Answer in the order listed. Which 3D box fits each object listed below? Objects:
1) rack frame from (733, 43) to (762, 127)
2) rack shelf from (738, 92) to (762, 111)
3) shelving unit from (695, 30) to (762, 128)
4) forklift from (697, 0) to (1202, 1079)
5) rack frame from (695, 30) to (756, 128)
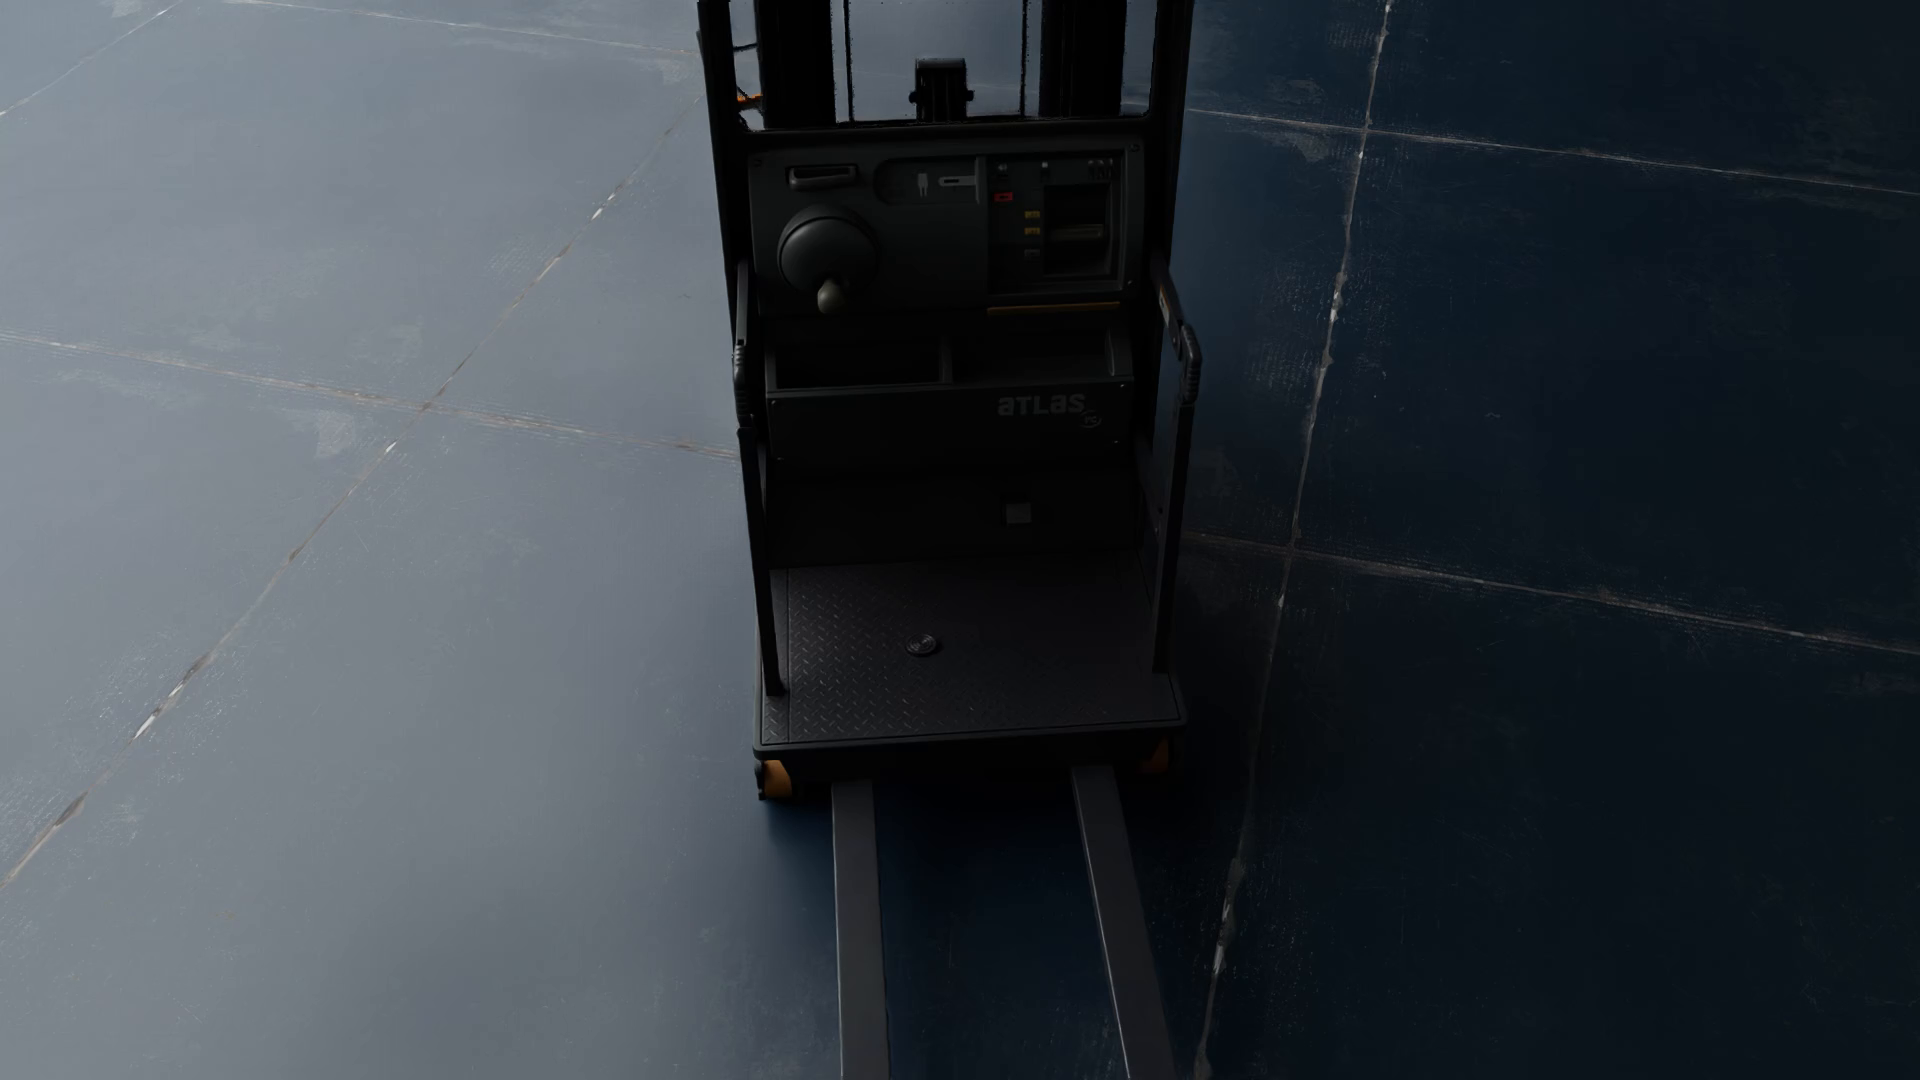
[{"bbox_3d":[-0.573,-1.153,5.650,0.240,1.200,0.006,-21,20,-23],"label":"rack frame"},{"bbox_3d":[-0.681,-1.462,5.628,0.258,0.103,0.180,-21,20,-23],"label":"rack shelf"},{"bbox_3d":[-0.616,-1.171,5.729,0.258,1.200,0.189,-21,20,-23],"label":"shelving unit"},{"bbox_3d":[-0.007,-0.665,3.762,1.130,2.935,3.031,-3,40,-4],"label":"forklift"},{"bbox_3d":[-0.659,-1.188,5.808,0.240,1.200,0.006,-21,20,-23],"label":"rack frame"}]
